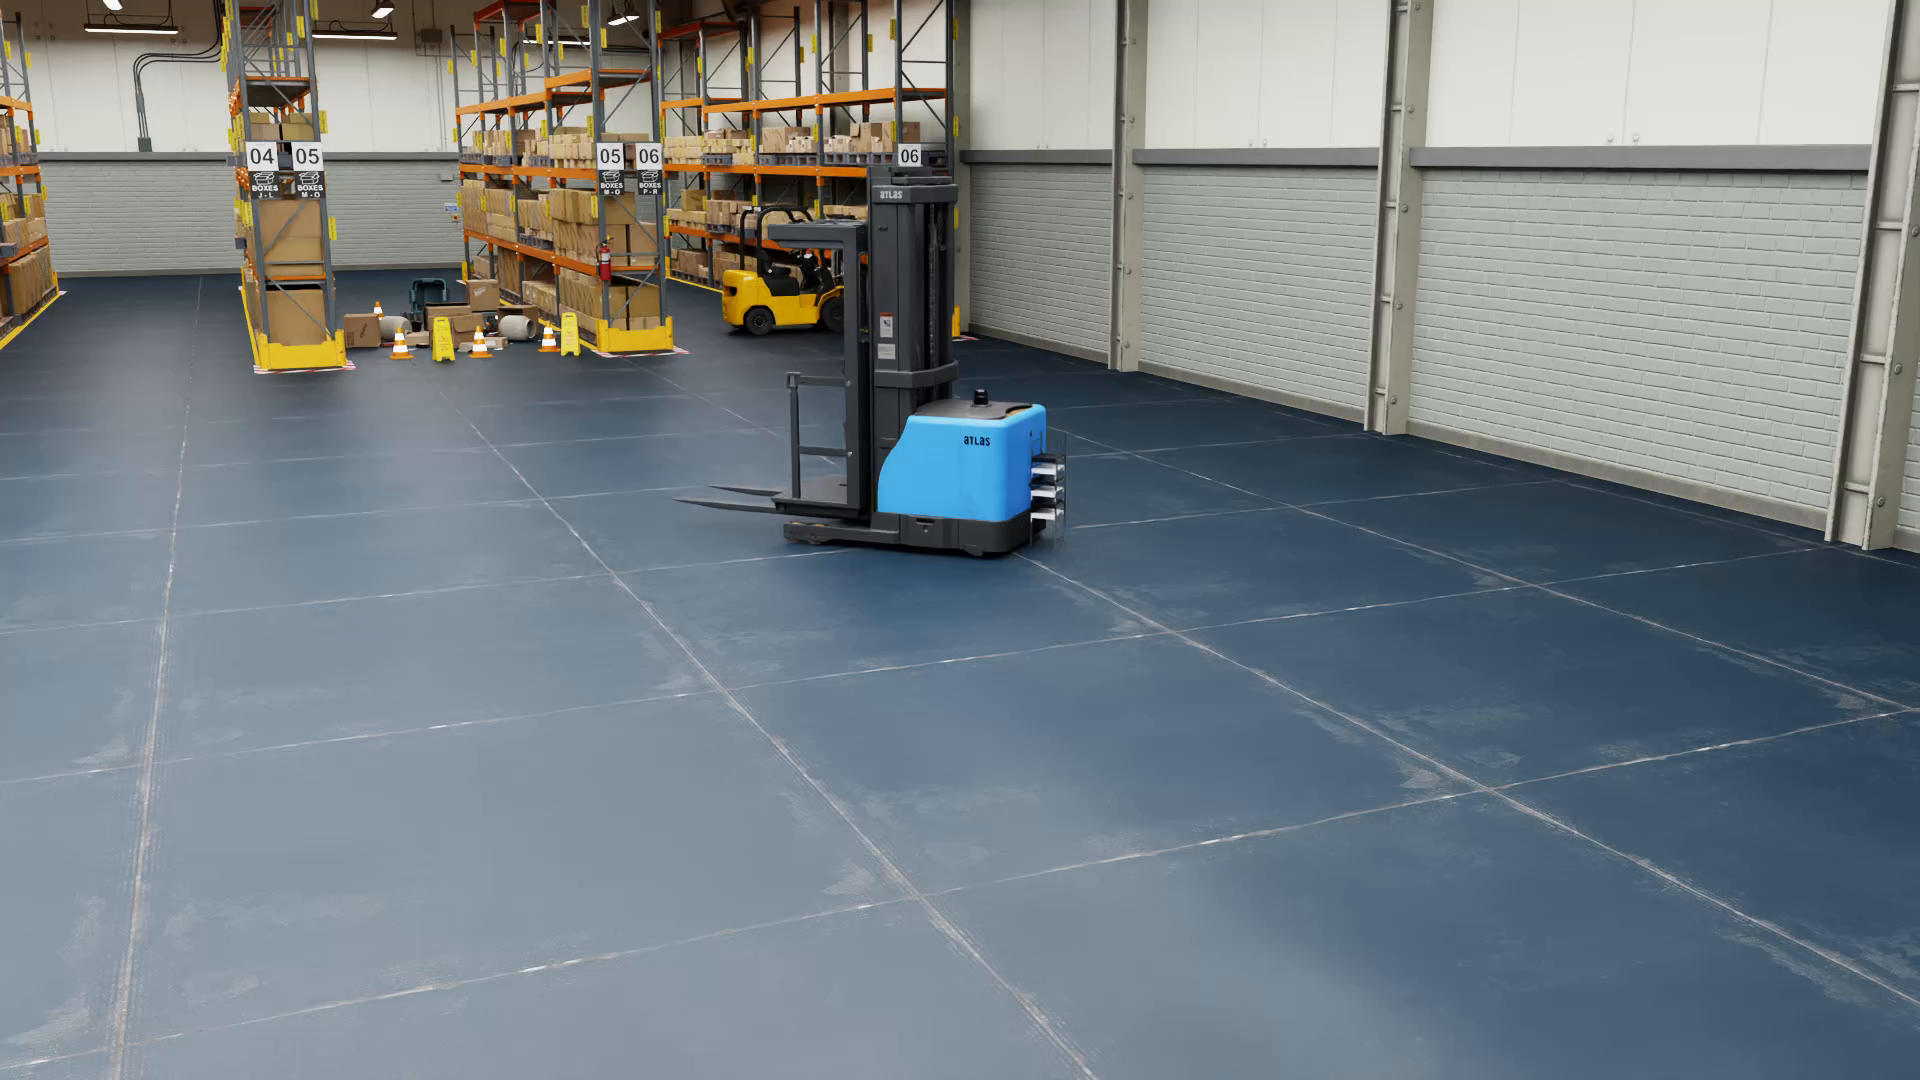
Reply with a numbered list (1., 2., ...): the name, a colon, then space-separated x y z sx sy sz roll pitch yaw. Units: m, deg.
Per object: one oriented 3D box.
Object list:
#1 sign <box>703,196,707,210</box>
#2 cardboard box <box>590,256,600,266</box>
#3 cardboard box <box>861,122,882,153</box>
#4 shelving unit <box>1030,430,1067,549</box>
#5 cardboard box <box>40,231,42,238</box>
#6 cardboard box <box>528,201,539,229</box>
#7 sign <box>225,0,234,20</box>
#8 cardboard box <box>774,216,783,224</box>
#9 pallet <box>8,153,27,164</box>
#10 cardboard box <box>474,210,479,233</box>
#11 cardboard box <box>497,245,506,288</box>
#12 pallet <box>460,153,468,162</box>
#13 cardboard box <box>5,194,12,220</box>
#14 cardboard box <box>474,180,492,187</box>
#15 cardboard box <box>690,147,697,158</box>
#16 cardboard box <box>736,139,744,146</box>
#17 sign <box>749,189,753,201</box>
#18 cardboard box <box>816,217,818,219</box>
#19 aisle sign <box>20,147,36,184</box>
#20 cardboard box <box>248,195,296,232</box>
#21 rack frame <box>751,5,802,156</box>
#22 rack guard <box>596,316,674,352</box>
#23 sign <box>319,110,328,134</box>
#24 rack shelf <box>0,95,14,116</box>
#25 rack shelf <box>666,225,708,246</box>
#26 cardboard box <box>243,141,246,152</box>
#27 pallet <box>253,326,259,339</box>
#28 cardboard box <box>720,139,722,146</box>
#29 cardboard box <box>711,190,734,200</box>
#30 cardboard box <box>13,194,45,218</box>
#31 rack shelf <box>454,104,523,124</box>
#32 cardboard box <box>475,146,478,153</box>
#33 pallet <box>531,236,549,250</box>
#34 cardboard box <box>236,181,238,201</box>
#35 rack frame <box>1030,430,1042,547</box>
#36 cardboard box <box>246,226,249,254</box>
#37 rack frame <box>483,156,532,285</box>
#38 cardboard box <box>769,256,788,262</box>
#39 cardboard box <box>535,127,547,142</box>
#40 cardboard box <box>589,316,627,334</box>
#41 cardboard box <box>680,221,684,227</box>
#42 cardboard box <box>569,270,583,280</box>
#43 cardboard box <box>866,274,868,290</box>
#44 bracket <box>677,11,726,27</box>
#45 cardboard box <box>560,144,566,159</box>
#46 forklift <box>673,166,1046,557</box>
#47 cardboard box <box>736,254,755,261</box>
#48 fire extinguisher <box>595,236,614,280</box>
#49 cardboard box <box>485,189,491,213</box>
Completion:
1. sign: -5.890 -7.780 38.411 0.100 0.325 0.005 -6 14 -23
2. cardboard box: -5.684 -4.458 26.536 0.380 0.149 0.250 -6 14 -24
3. cardboard box: -1.308 -6.983 28.860 0.700 0.500 0.500 -6 14 -23
4. shelving unit: 0.696 -0.398 13.095 0.210 0.900 0.258 5 14 21
5. cardboard box: -19.666 -6.460 35.186 0.380 0.149 0.250 -6 14 -23
6. cardboard box: -7.938 -6.201 31.698 0.500 0.500 0.500 -5 14 -22
7. sign: -10.133 -7.382 23.063 0.100 0.325 0.005 -6 14 -23
8. cardboard box: -3.447 -6.425 33.704 0.500 0.250 0.500 -6 14 -24
9. pallet: -19.341 -7.652 33.325 1.003 0.211 1.213 -6 14 -23
10. cardboard box: -10.788 -7.289 37.990 0.500 0.500 0.500 -6 14 -24
11. cardboard box: -9.621 -6.008 36.456 0.875 0.875 0.875 -5 14 -21
12. pallet: -11.238 -9.052 39.371 1.003 0.211 1.213 -6 14 -23
13. cardboard box: -18.495 -6.328 31.610 0.797 0.503 0.637 -5 14 -22
14. cardboard box: -10.924 -8.165 38.119 0.380 0.149 0.250 -6 14 -23
15. cardboard box: -6.036 -9.125 39.165 0.500 0.250 0.500 -6 14 -25
16. cardboard box: -4.619 -8.570 35.882 0.380 0.149 0.250 -6 14 -24
17. sign: -4.889 -8.023 38.816 0.100 0.325 0.005 -6 14 -23
18. cardboard box: -2.532 -6.171 31.719 0.380 0.149 0.250 -5 14 -21
19. aisle sign: -20.379 -8.199 36.378 0.394 0.787 0.004 -6 14 -23
20. cardboard box: -10.699 -5.131 26.160 0.875 0.550 0.550 -6 14 -23
21. rack frame: -3.794 -9.505 34.480 1.000 3.000 0.127 -6 14 -23
22. rack guard: -5.166 -3.278 26.424 1.175 0.500 0.348 -6 14 -23
23. sign: -9.120 -5.987 23.818 0.100 0.325 0.005 -6 14 -23
24. rack shelf: -18.221 -8.028 30.583 1.077 0.370 4.000 -6 14 -23
25. rack shelf: -6.197 -7.471 40.593 1.077 0.370 4.000 -6 14 -23
26. cardboard box: -10.074 -5.642 23.848 0.380 0.149 0.250 -6 14 -23
27. pallet: -11.611 -3.633 28.597 1.003 0.211 1.213 -6 14 -23
28. cardboard box: -5.099 -8.784 36.764 0.380 0.149 0.250 -6 14 -23
29. cardboard box: -5.749 -8.177 40.059 0.500 0.500 0.500 -6 14 -25
30. cardboard box: -20.189 -7.251 36.056 0.500 0.500 0.500 -5 14 -22
31. rack shelf: -10.744 -9.750 38.022 1.077 0.370 4.000 -6 14 -23
32. cardboard box: -10.597 -8.709 37.099 0.380 0.149 0.250 -5 14 -22
33. pallet: -7.510 -5.634 31.486 1.003 0.211 1.213 -6 14 -23
34. cardboard box: -15.707 -7.669 36.752 0.500 0.500 0.500 -6 14 -24
35. rack frame: 0.602 -0.407 13.132 0.006 0.900 0.240 5 14 21
36. cardboard box: -12.297 -5.284 29.328 0.500 0.500 0.500 -6 14 -24
37. rack frame: -9.942 -6.959 36.786 1.000 3.000 0.127 -6 14 -23
38. cardboard box: -3.972 -6.122 36.343 0.380 0.149 0.250 -5 14 -22
39. cardboard box: -7.516 -7.460 30.590 0.500 0.250 0.500 -5 14 -22
40. cardboard box: -5.715 -3.493 26.975 0.500 0.250 0.500 -6 14 -23
41. cardboard box: -6.647 -7.749 40.756 0.380 0.149 0.250 -6 14 -25
42. cardboard box: -6.436 -4.514 28.286 0.380 0.149 0.250 -5 14 -20
43. cardboard box: -1.480 -4.557 29.354 0.500 0.250 0.500 -5 14 -22
44. bracket: -6.372 -12.896 41.150 0.076 0.066 4.783 -6 14 -23
45. cardboard box: -6.409 -6.514 27.882 0.500 0.250 0.500 -5 14 -22
46. forklift: -0.869 -1.493 13.319 3.031 2.935 1.130 5 14 21
47. cardboard box: -4.781 -6.296 37.093 0.380 0.149 0.250 -6 14 -23
48. fire extinguisher: -5.512 -4.377 25.801 0.296 0.674 0.183 -6 14 -23
49. cardboard box: -10.030 -7.378 36.157 0.500 0.500 0.500 -5 14 -22
